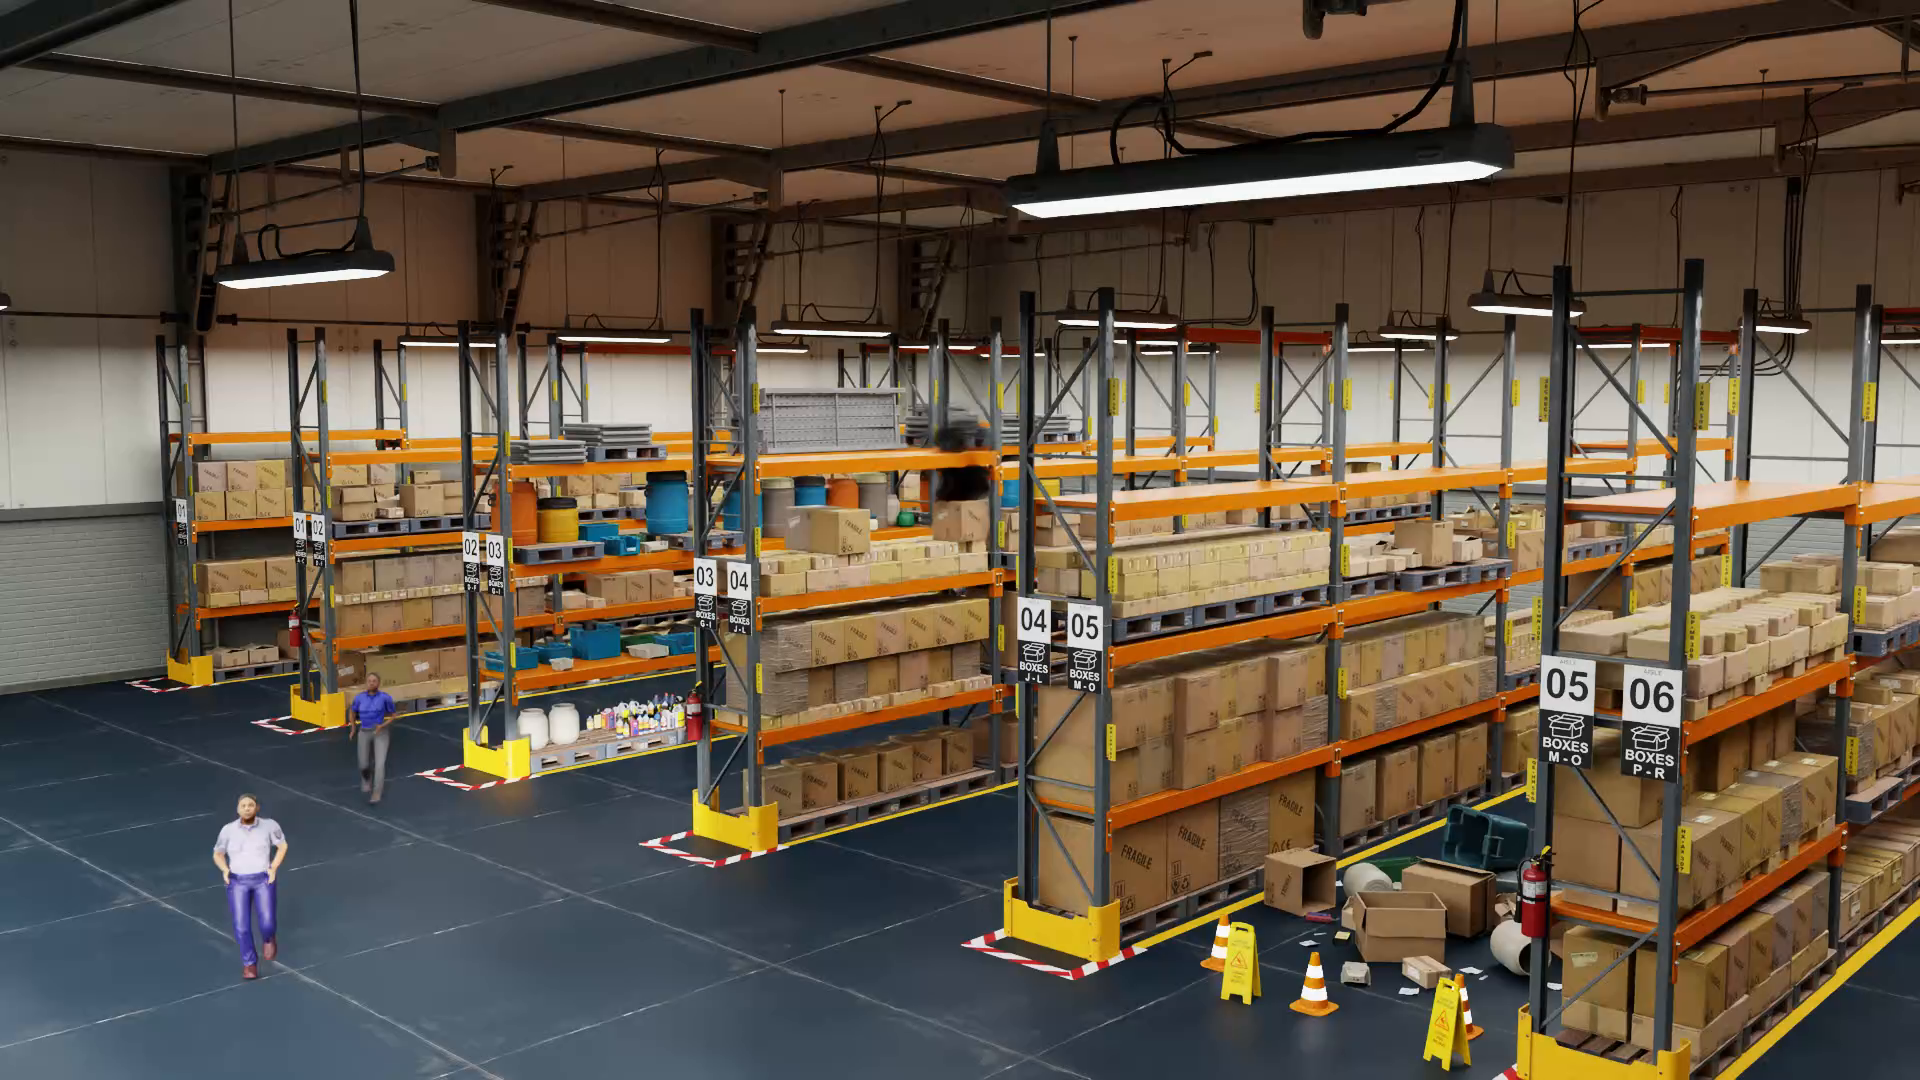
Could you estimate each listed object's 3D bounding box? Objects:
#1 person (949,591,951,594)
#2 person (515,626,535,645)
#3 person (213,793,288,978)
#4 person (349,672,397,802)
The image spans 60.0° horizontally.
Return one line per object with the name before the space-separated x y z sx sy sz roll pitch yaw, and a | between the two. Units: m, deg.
person | -0.449 1.238 32.434 0.738 1.719 0.788 4 7 39
person | -7.818 1.524 29.876 0.554 1.642 0.645 4 6 33
person | -6.198 3.006 14.538 0.603 1.596 0.571 -2 6 -20
person | -7.247 2.443 20.505 0.575 1.616 0.553 -1 6 -13
